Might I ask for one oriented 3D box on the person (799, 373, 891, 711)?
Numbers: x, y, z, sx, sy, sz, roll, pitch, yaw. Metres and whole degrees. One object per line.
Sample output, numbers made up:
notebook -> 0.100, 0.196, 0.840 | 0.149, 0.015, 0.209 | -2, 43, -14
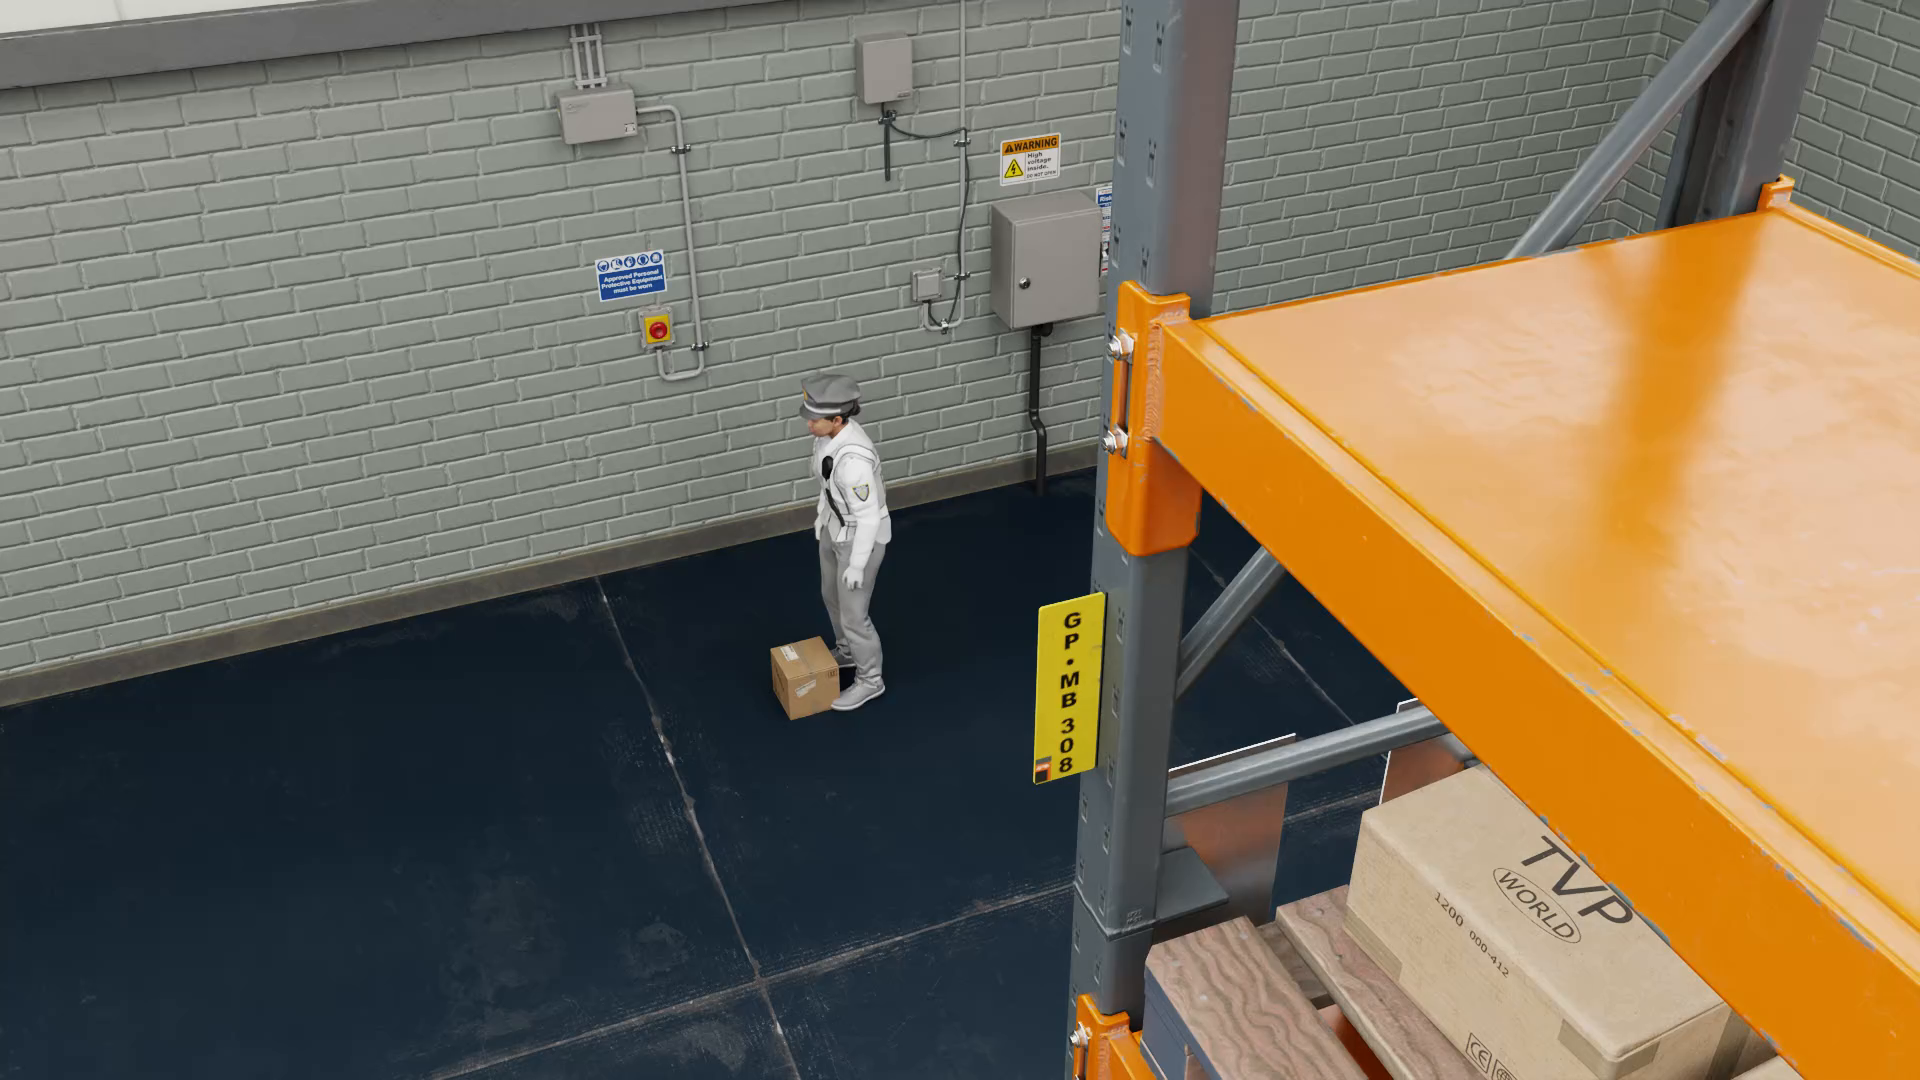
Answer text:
person -> -0.511, 0.004, 7.514 | 0.372, 1.664, 0.528 | -13, 36, -19
